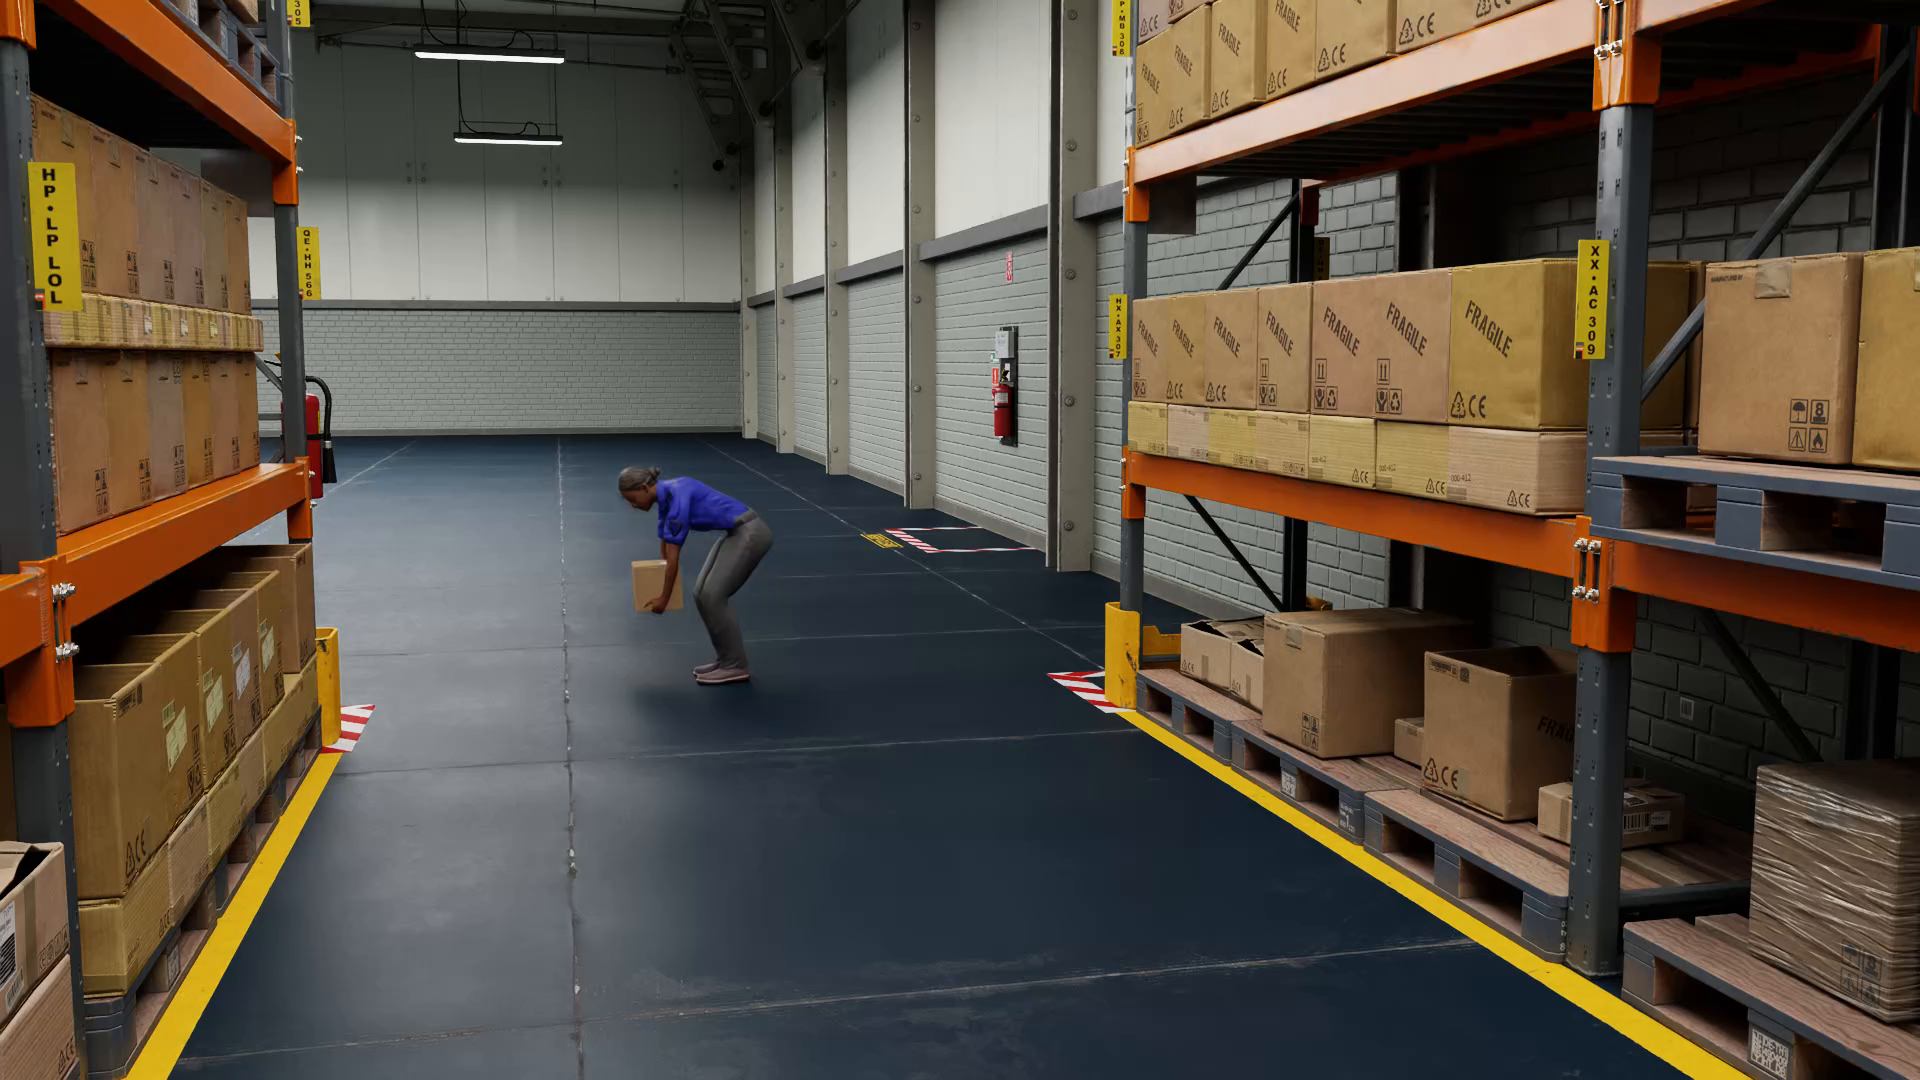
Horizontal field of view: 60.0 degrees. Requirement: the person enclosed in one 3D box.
[{"bbox_3d":[-1.448,0.186,9.152,0.830,1.196,0.416,-2,6,-16],"label":"person"}]
